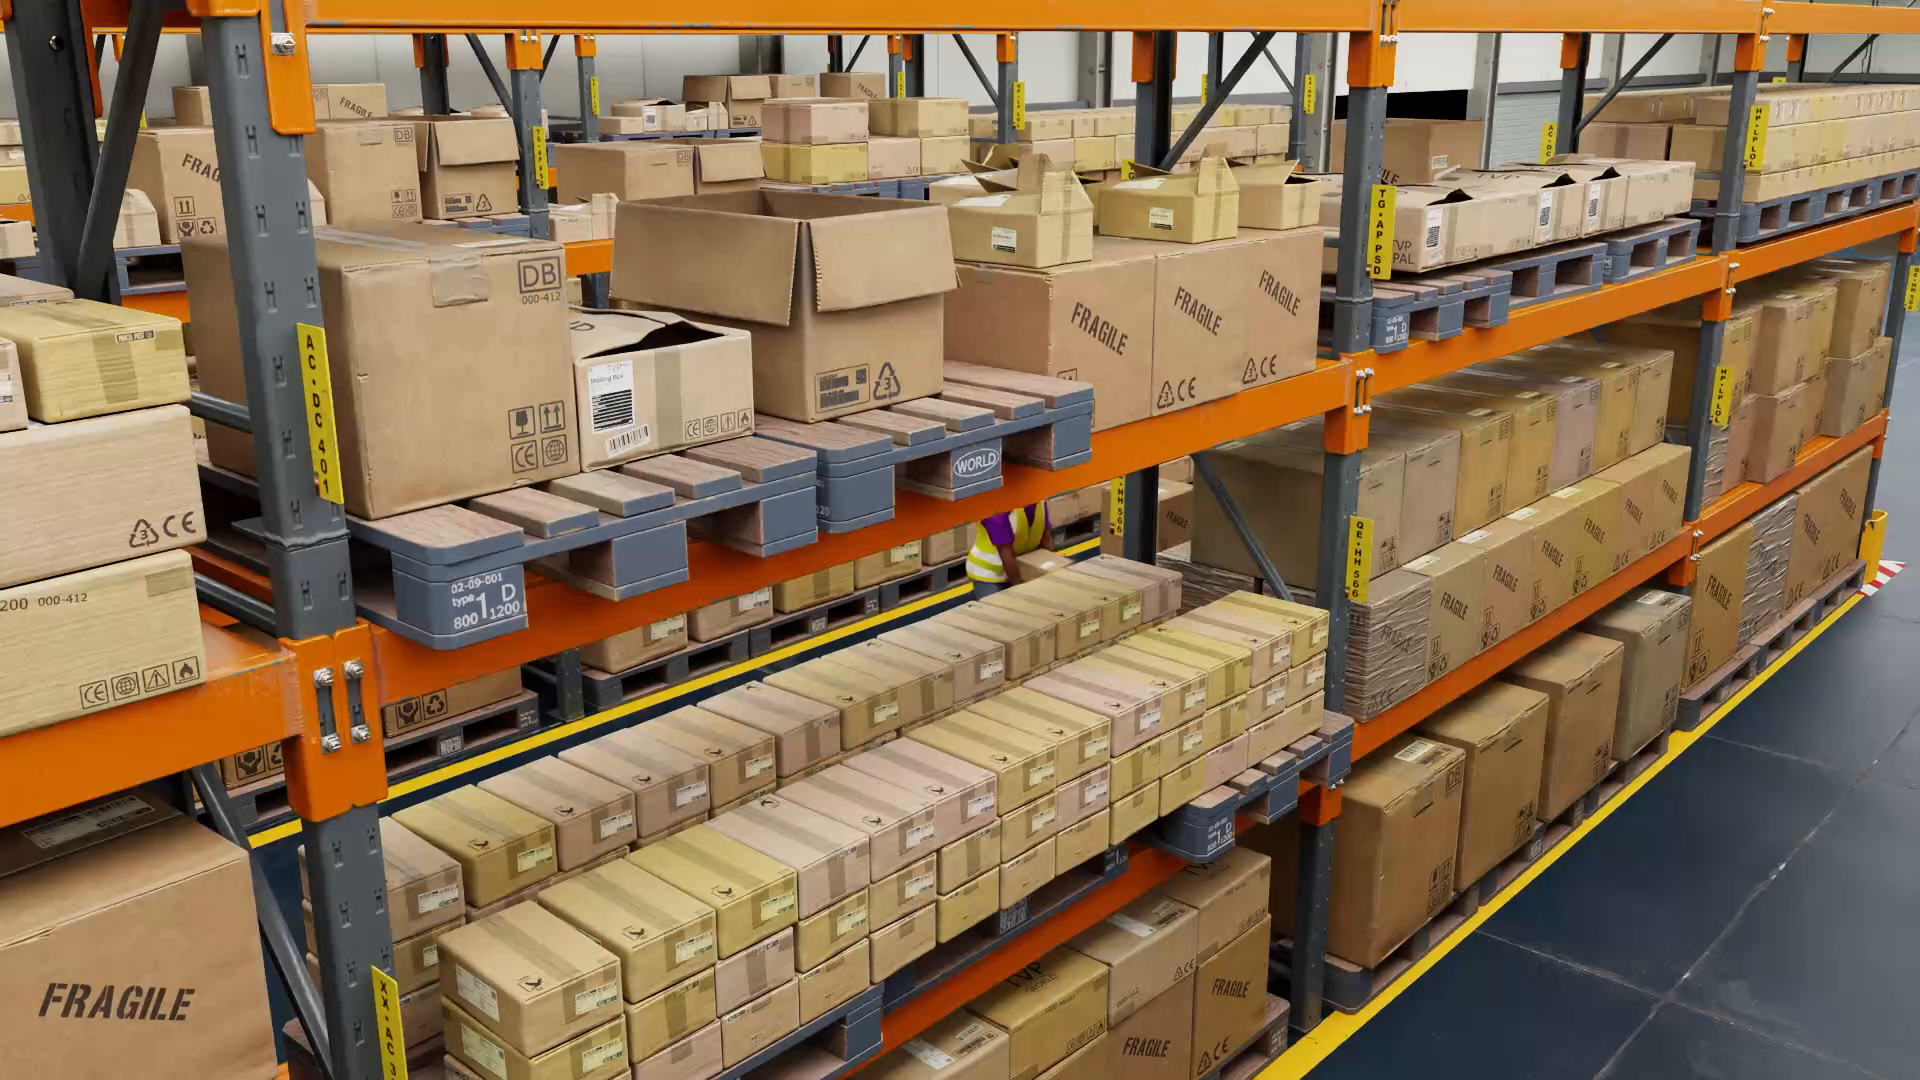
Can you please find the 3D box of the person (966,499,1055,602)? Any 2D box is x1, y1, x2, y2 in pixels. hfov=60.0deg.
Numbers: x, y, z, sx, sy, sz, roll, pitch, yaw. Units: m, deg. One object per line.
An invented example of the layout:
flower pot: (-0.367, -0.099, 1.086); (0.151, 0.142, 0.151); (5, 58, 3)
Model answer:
person: (0.348, 0.240, 9.740); (0.593, 1.746, 0.501); (14, 22, 39)
